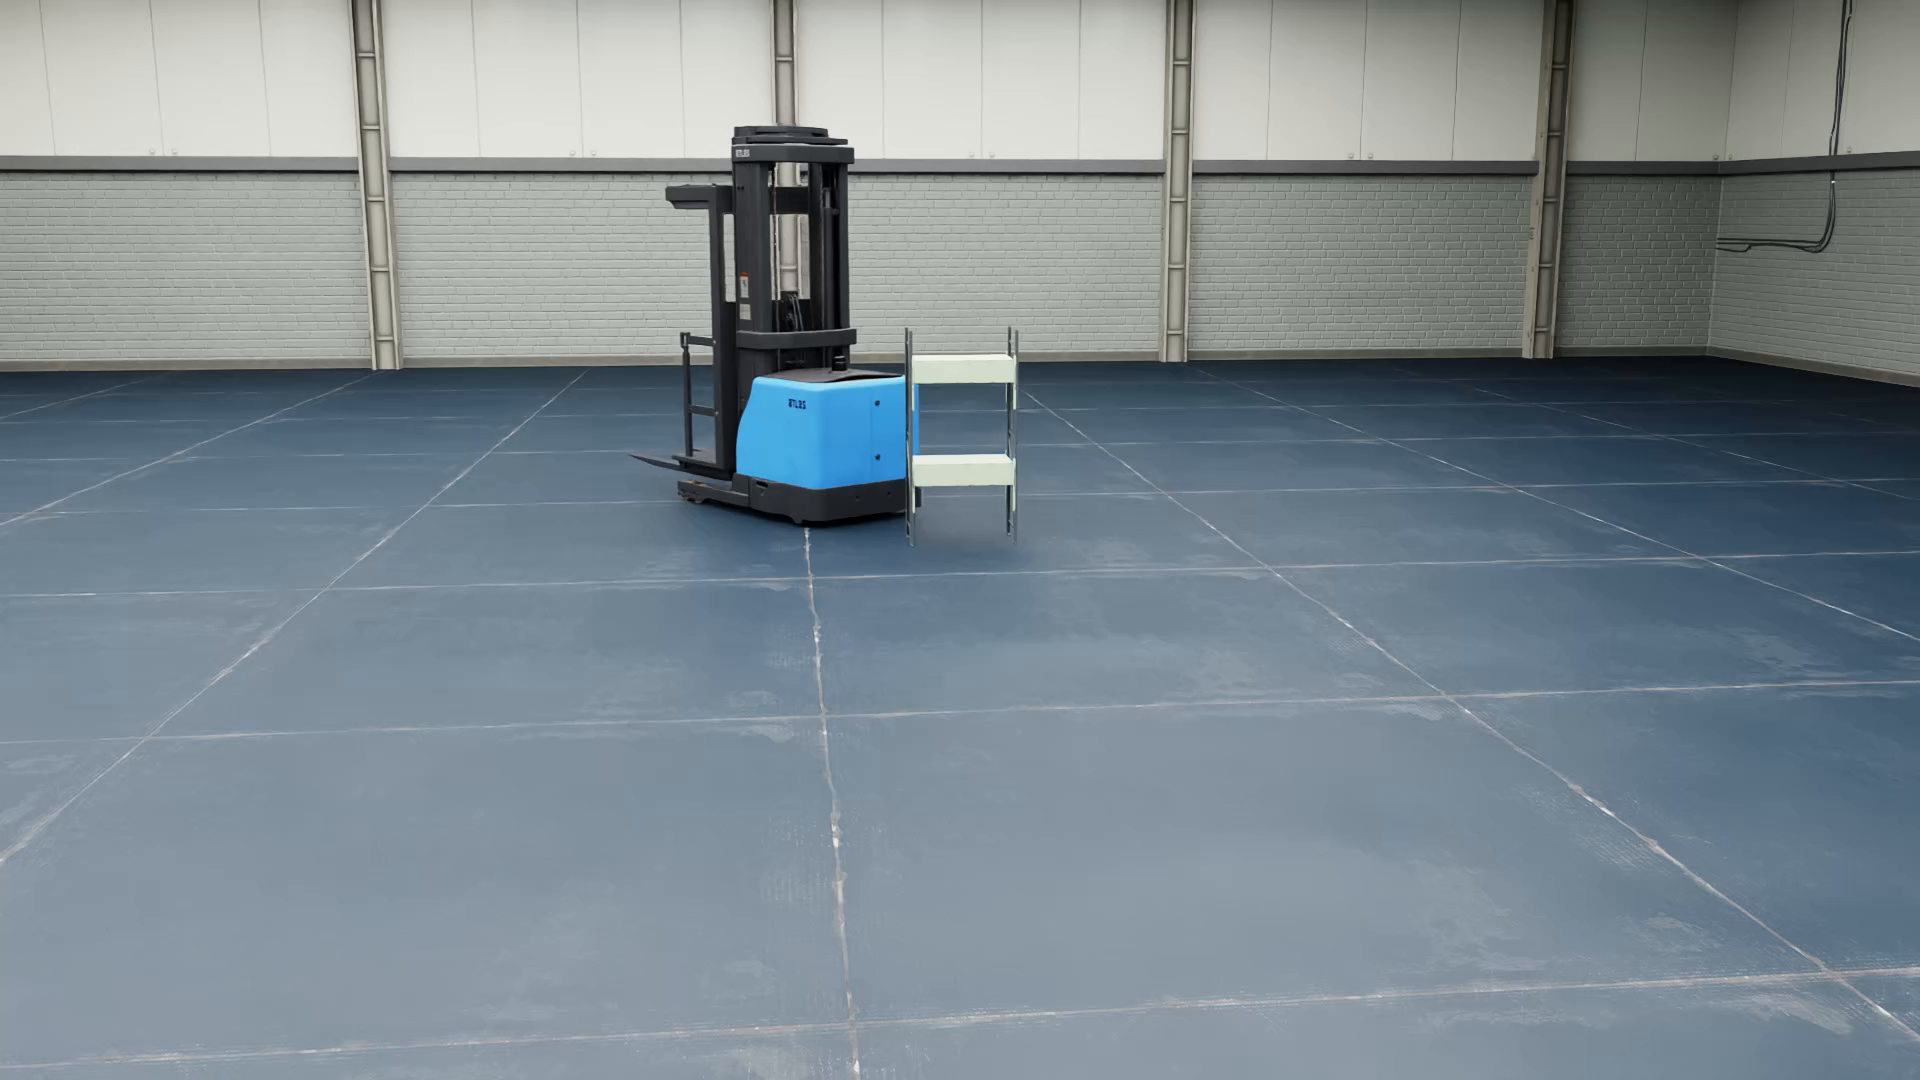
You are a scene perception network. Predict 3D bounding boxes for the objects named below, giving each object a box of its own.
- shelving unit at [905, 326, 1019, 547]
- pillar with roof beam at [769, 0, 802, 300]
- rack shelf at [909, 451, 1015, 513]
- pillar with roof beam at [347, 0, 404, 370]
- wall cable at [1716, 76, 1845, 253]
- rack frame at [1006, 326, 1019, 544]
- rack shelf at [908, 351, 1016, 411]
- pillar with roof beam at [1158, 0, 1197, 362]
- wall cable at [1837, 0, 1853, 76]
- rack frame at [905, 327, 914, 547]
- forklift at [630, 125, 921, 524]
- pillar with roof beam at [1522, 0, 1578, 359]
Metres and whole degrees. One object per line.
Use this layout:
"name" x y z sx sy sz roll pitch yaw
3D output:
"shelving unit" 0.007 -0.736 11.724 0.755 1.500 0.431 -1 11 -6
"pillar with roof beam" -2.147 -6.286 20.513 0.400 9.000 9.100 -1 11 -6
"rack shelf" 0.007 -0.416 11.787 0.720 0.370 0.431 -1 11 -6
"pillar with roof beam" -8.112 -6.161 19.878 0.400 9.000 9.100 -1 11 -6
"wall cable" 12.390 -5.645 25.306 0.112 2.526 3.097 -1 11 -6
"rack frame" 0.371 -0.744 11.763 0.023 1.500 0.400 -1 11 -6
"rack shelf" 0.007 -1.119 11.649 0.720 0.370 0.431 -1 11 -6
"pillar with roof beam" 3.818 -6.411 21.149 0.400 9.000 9.100 -1 11 -6
"wall cable" 12.682 -7.605 22.180 0.112 2.526 3.097 -1 11 -6
"rack frame" -0.357 -0.728 11.685 0.023 1.500 0.400 -1 11 -6
"forklift" -1.638 -1.782 13.336 1.130 2.935 3.031 -9 15 -40
"pillar with roof beam" 9.783 -6.536 21.785 0.400 9.000 9.100 -1 11 -6
